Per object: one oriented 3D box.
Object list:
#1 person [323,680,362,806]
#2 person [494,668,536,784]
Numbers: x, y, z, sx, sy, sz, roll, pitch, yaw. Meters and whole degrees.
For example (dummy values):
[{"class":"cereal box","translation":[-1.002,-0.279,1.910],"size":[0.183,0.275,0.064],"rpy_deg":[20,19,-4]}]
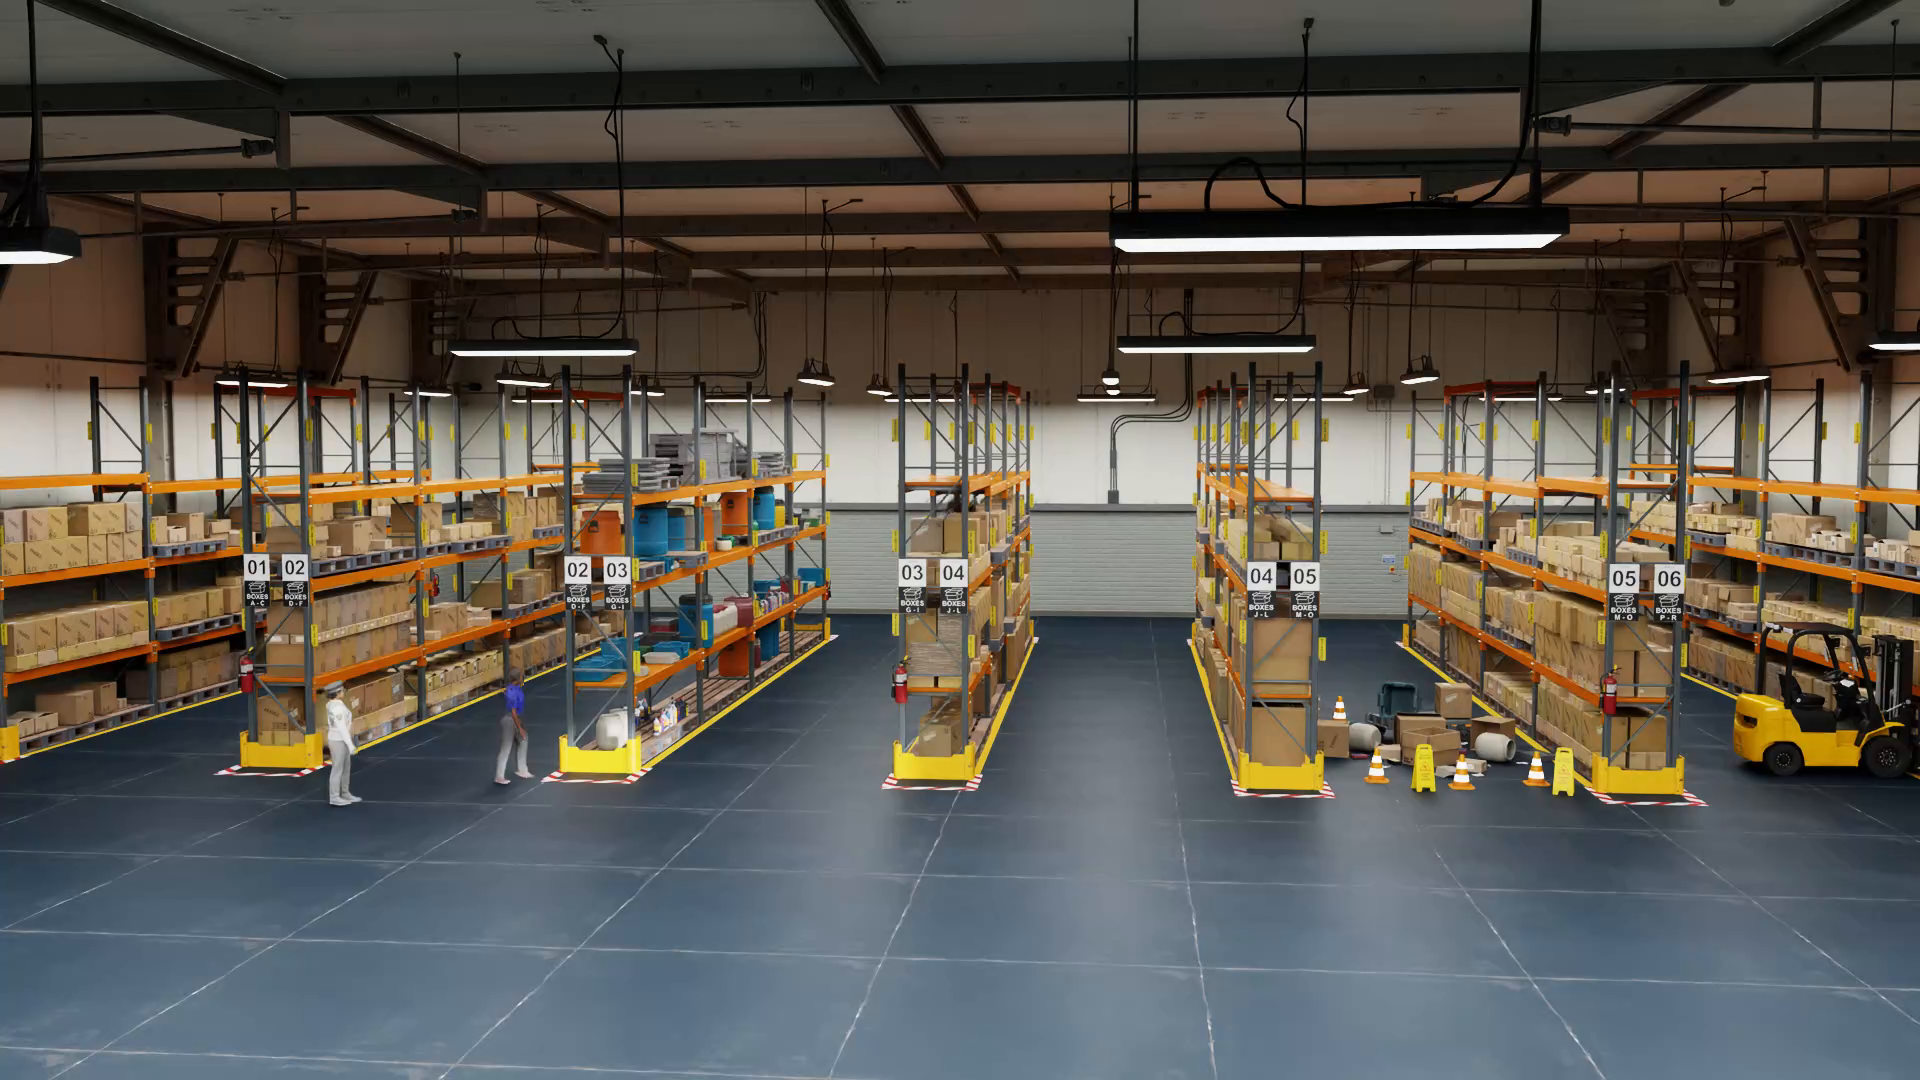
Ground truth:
[{"class":"person","translation":[-8.323,2.734,22.401],"size":[0.436,1.696,0.538],"rpy_deg":[-1,4,-10]},{"class":"person","translation":[-6.421,2.670,23.948],"size":[0.506,1.684,0.634],"rpy_deg":[0,4,2]}]
